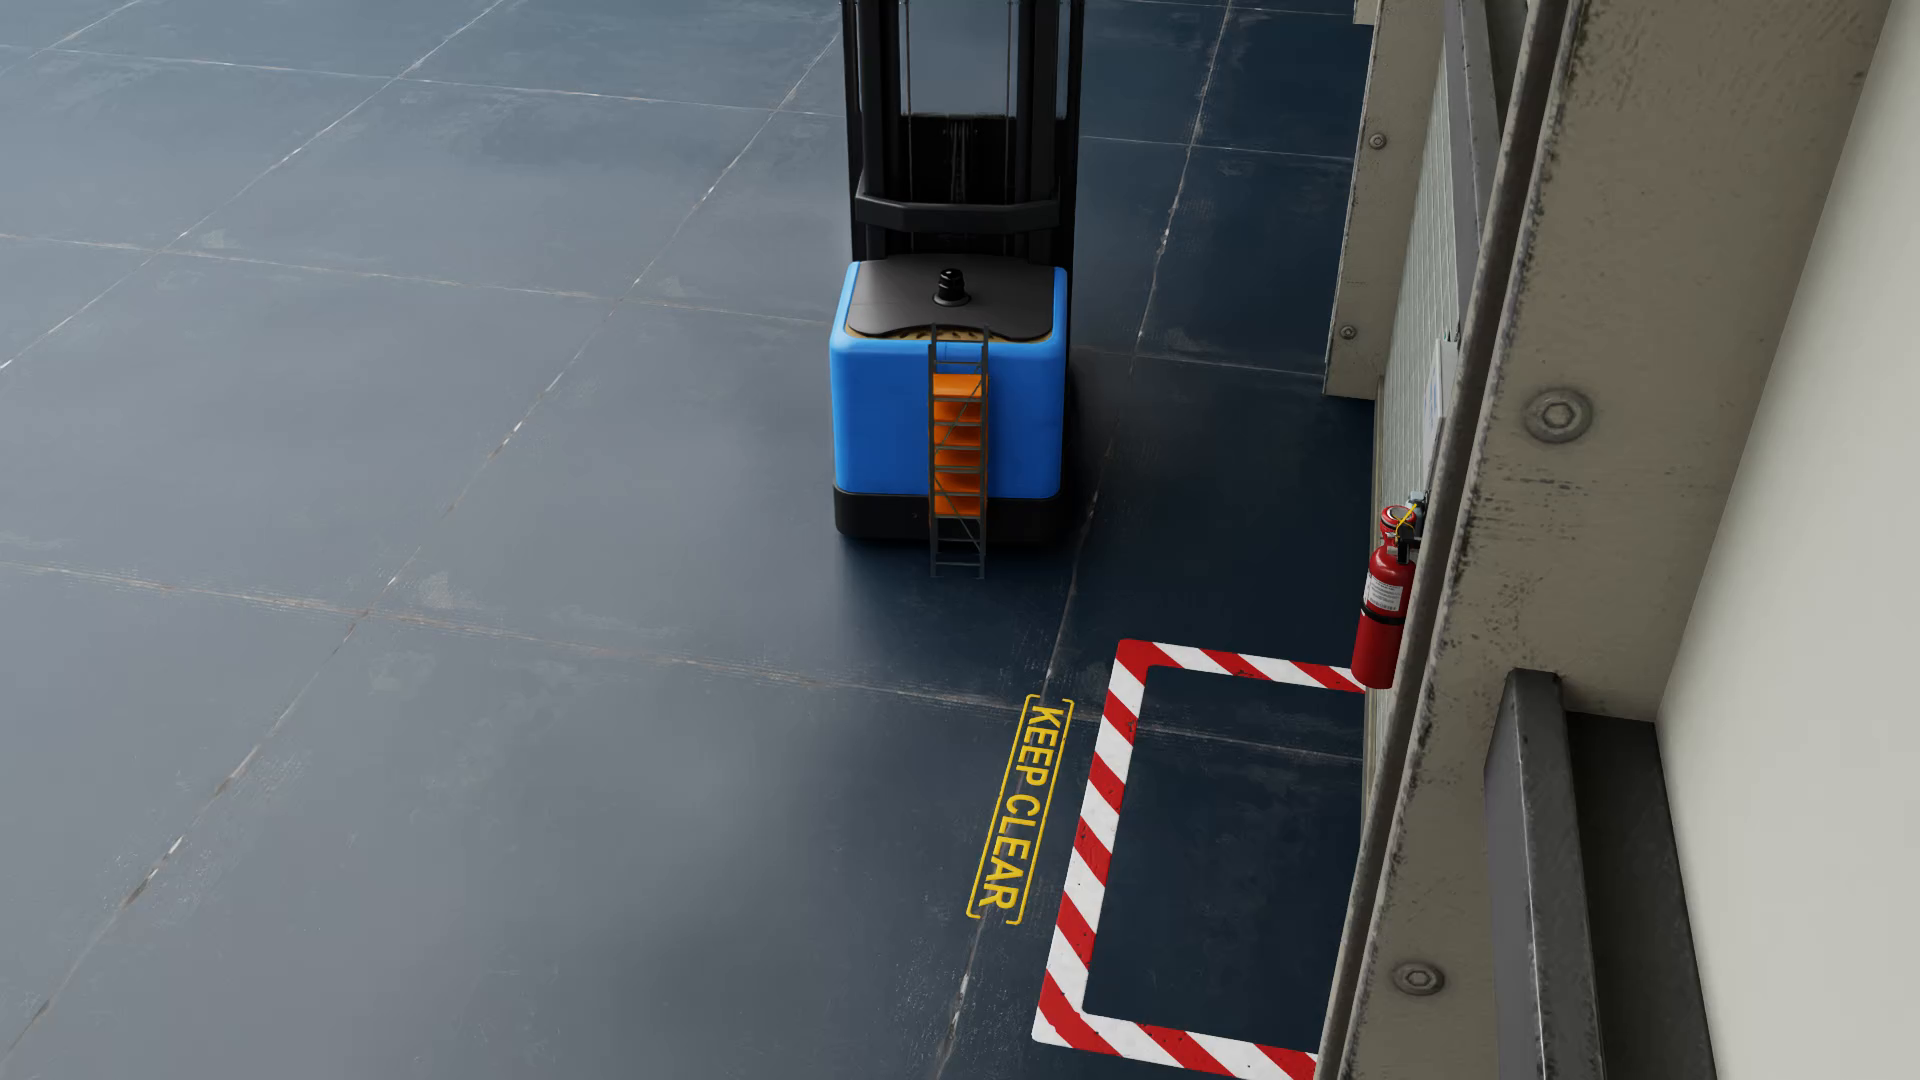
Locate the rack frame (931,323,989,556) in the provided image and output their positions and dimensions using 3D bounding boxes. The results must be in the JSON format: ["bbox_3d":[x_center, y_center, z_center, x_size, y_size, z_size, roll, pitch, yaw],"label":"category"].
[{"bbox_3d":[-0.001,-0.419,7.305,0.240,1.200,0.006,2,36,3],"label":"rack frame"}]

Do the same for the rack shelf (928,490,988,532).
[{"bbox_3d":[-0.006,-0.135,7.398,0.258,0.103,0.180,2,36,3],"label":"rack shelf"}]

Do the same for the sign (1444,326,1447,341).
[{"bbox_3d":[1.609,-0.586,5.520,0.001,0.109,0.331,7,37,10],"label":"sign"}]

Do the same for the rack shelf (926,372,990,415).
[{"bbox_3d":[-0.006,-0.621,7.046,0.258,0.103,0.180,2,36,3],"label":"rack shelf"}]

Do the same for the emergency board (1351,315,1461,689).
[{"bbox_3d":[1.400,-0.054,5.269,0.194,1.169,0.643,7,37,10],"label":"emergency board"}]

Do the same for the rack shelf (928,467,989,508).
[{"bbox_3d":[-0.006,-0.232,7.328,0.258,0.103,0.180,2,36,3],"label":"rack shelf"}]

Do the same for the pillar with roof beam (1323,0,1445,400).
[{"bbox_3d":[-2.090,-5.051,7.051,9.100,9.000,0.400,7,37,10],"label":"pillar with roof beam"}]

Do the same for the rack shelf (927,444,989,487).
[{"bbox_3d":[-0.006,-0.329,7.257,0.258,0.103,0.180,2,36,3],"label":"rack shelf"}]

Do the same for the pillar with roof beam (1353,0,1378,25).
[{"bbox_3d":[-0.808,-8.491,11.797,9.100,9.000,0.400,7,37,10],"label":"pillar with roof beam"}]

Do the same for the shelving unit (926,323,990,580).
[{"bbox_3d":[-0.006,-0.365,7.231,0.258,1.200,0.189,2,36,3],"label":"shelving unit"}]

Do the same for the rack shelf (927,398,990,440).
[{"bbox_3d":[-0.006,-0.523,7.117,0.258,0.103,0.180,2,36,3],"label":"rack shelf"}]

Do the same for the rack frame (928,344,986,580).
[{"bbox_3d":[-0.012,-0.311,7.157,0.240,1.200,0.006,2,36,3],"label":"rack frame"}]

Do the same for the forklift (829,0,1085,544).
[{"bbox_3d":[0.029,-2.013,8.029,1.130,2.935,3.031,2,36,3],"label":"forklift"}]

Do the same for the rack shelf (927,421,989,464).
[{"bbox_3d":[-0.006,-0.426,7.187,0.258,0.103,0.180,2,36,3],"label":"rack shelf"}]
